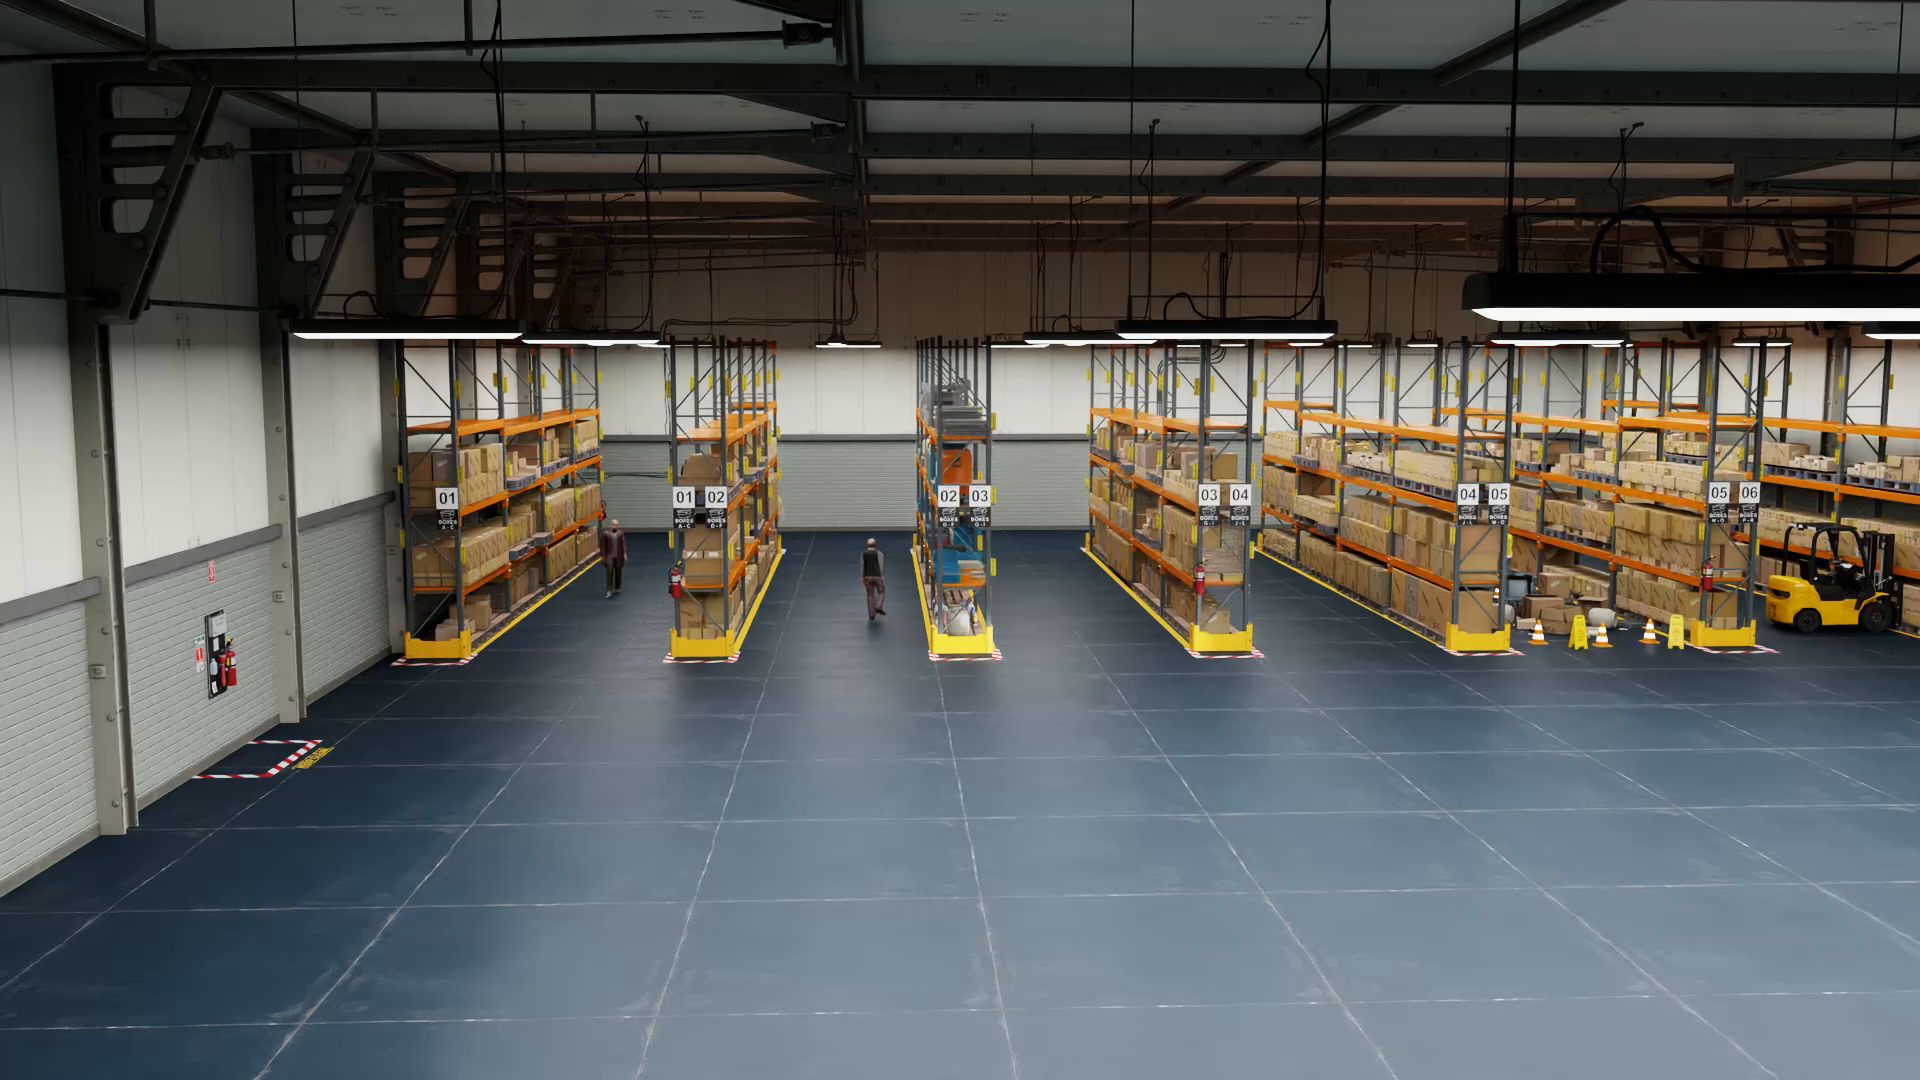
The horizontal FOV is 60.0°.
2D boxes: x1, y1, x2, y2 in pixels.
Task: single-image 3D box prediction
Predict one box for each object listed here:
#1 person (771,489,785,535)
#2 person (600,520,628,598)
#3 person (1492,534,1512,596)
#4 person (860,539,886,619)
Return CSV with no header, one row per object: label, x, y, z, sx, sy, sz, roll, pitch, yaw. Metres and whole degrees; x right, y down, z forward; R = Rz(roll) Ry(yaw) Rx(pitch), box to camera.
person,-5.519,-0.751,49.822,0.478,1.660,0.932,-5,8,-35
person,-8.114,0.416,39.056,0.629,1.770,0.872,-2,7,-18
person,12.675,0.479,38.707,0.536,1.802,0.604,-2,7,-14
person,-1.867,0.830,35.558,0.579,1.710,0.478,1,7,6
